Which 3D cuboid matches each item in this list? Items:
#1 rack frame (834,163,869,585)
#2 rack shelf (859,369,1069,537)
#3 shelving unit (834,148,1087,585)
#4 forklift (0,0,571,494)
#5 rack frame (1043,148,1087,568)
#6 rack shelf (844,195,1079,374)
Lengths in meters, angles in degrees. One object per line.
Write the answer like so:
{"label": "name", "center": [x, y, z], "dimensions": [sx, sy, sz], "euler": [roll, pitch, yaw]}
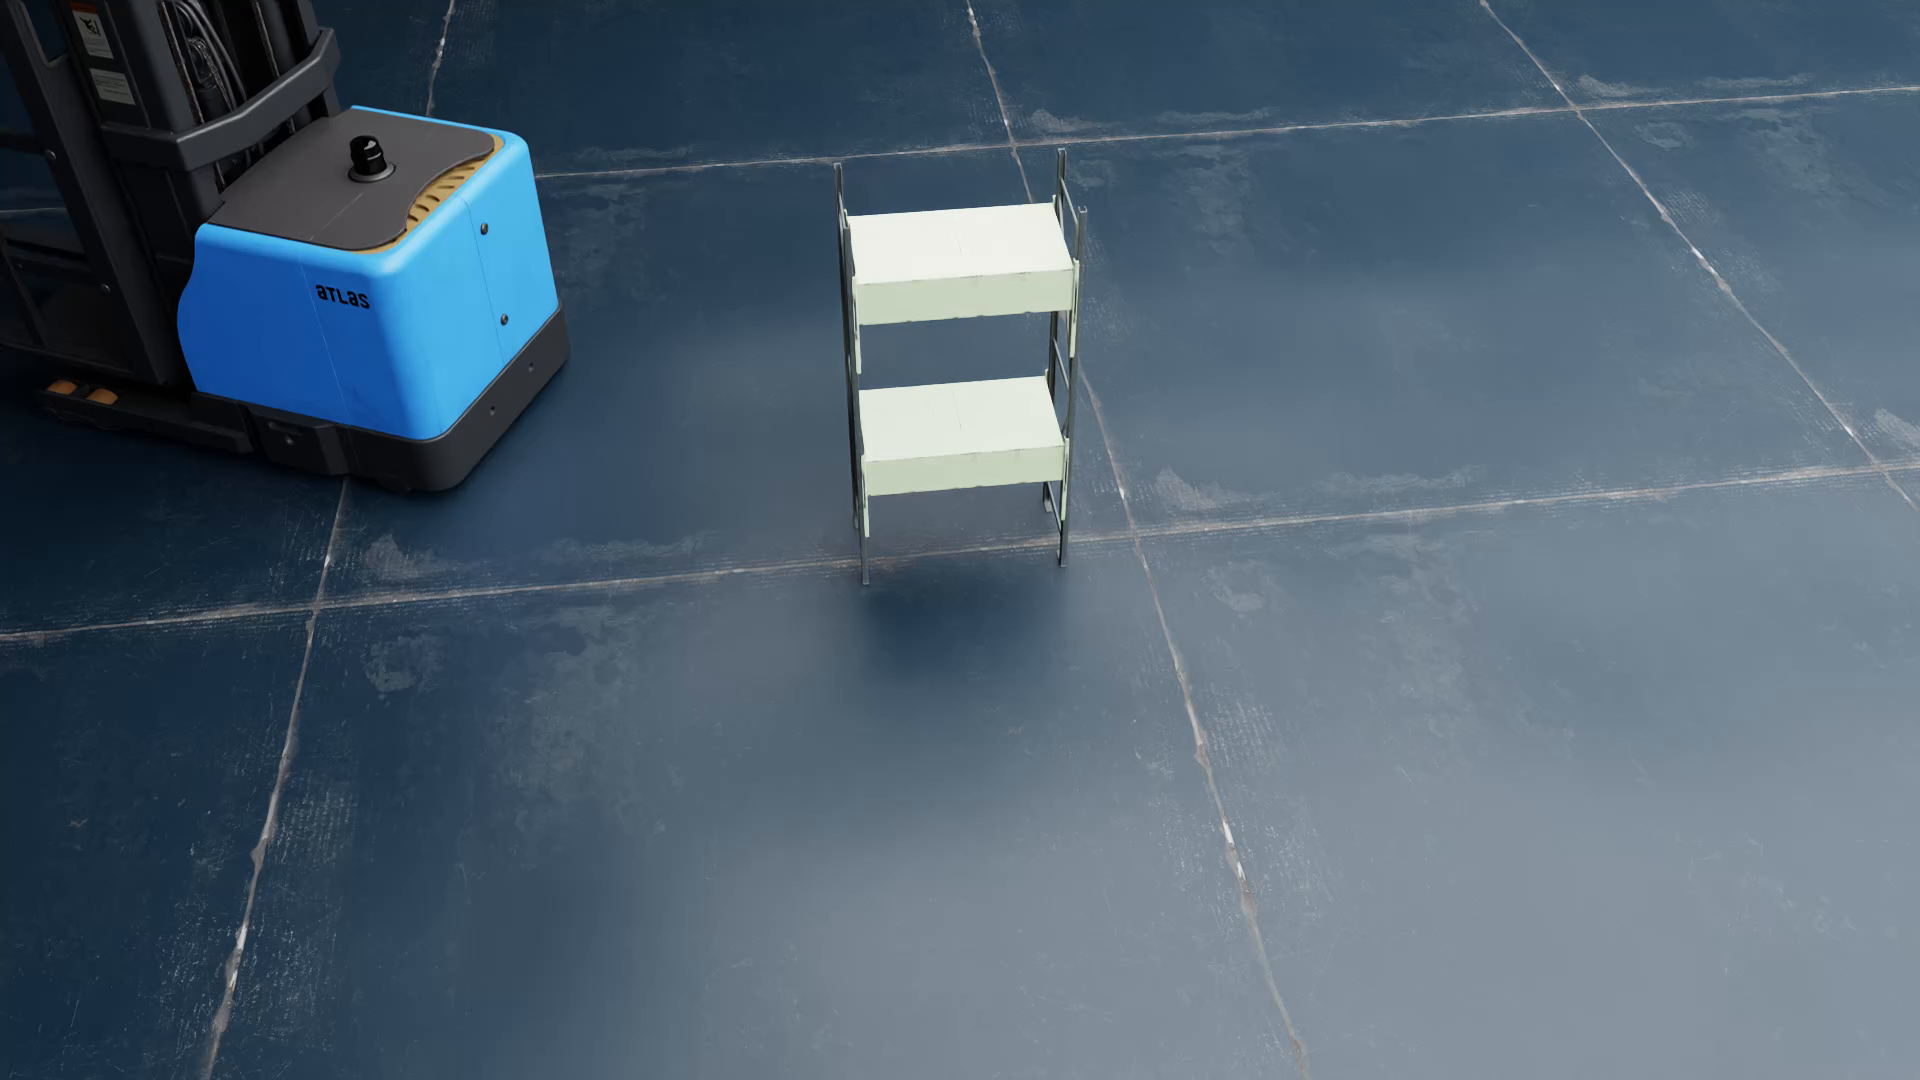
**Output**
{"label": "rack frame", "center": [-0.370, -0.525, 5.712], "dimensions": [0.023, 1.500, 0.400], "euler": [-5, 42, -6]}
{"label": "rack shelf", "center": [-0.007, -0.314, 5.965], "dimensions": [0.720, 0.370, 0.431], "euler": [-5, 42, -6]}
{"label": "shelving unit", "center": [-0.007, -0.556, 5.747], "dimensions": [0.755, 1.500, 0.431], "euler": [-5, 42, -6]}
{"label": "forklift", "center": [-3.216, -1.854, 6.118], "dimensions": [3.031, 2.935, 1.130], "euler": [13, 44, 14]}
{"label": "rack frame", "center": [0.356, -0.588, 5.782], "dimensions": [0.023, 1.500, 0.400], "euler": [-5, 42, -6]}
{"label": "rack shelf", "center": [-0.007, -0.846, 5.486], "dimensions": [0.720, 0.370, 0.431], "euler": [-5, 42, -6]}
